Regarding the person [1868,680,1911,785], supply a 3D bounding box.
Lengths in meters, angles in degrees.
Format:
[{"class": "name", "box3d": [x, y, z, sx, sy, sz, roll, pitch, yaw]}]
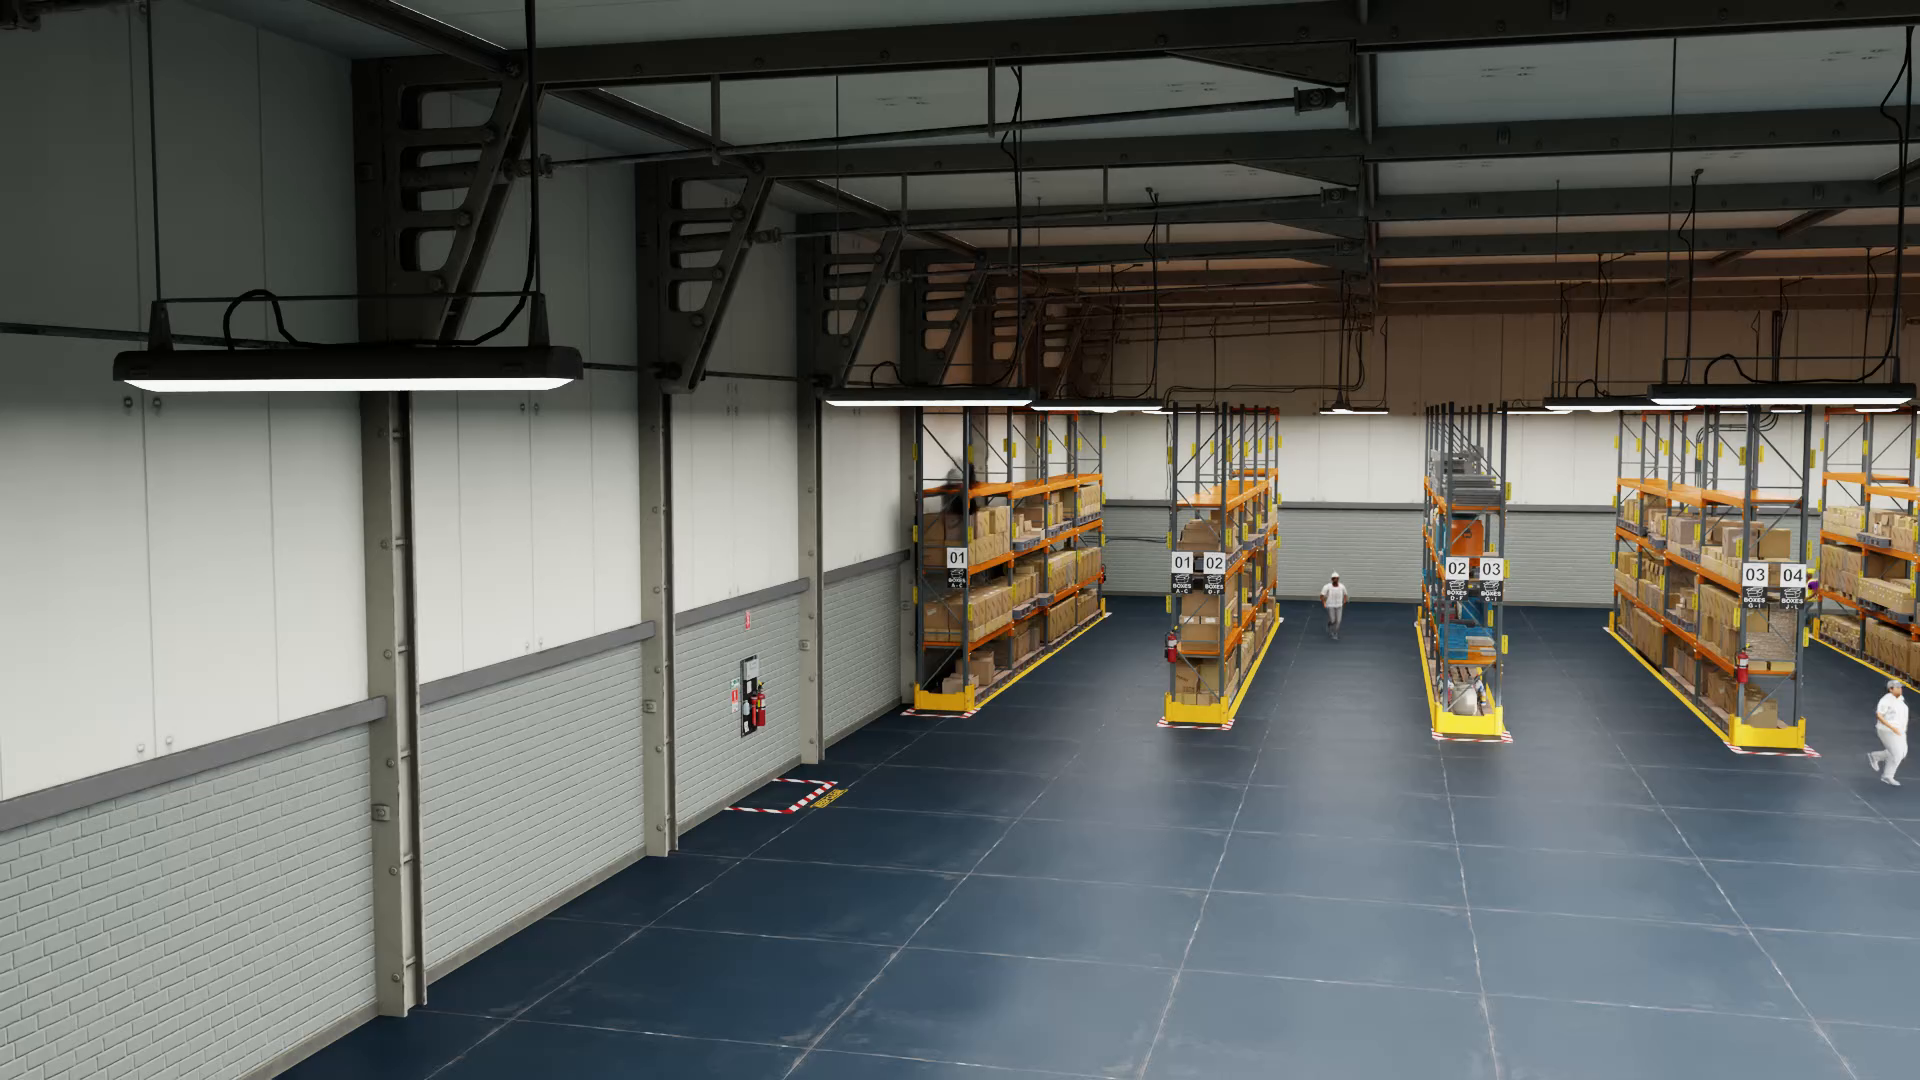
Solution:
[{"class": "person", "box3d": [14.554, 2.995, 26.104, 0.615, 1.653, 0.621, -2, 5, -30]}]

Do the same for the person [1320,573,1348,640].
[{"class": "person", "box3d": [9.645, 1.707, 42.807, 0.702, 1.721, 0.589, 0, 4, -1]}]

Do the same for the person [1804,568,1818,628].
[{"class": "person", "box3d": [22.588, 1.618, 44.286, 0.555, 1.747, 0.731, 0, 4, 1]}]
